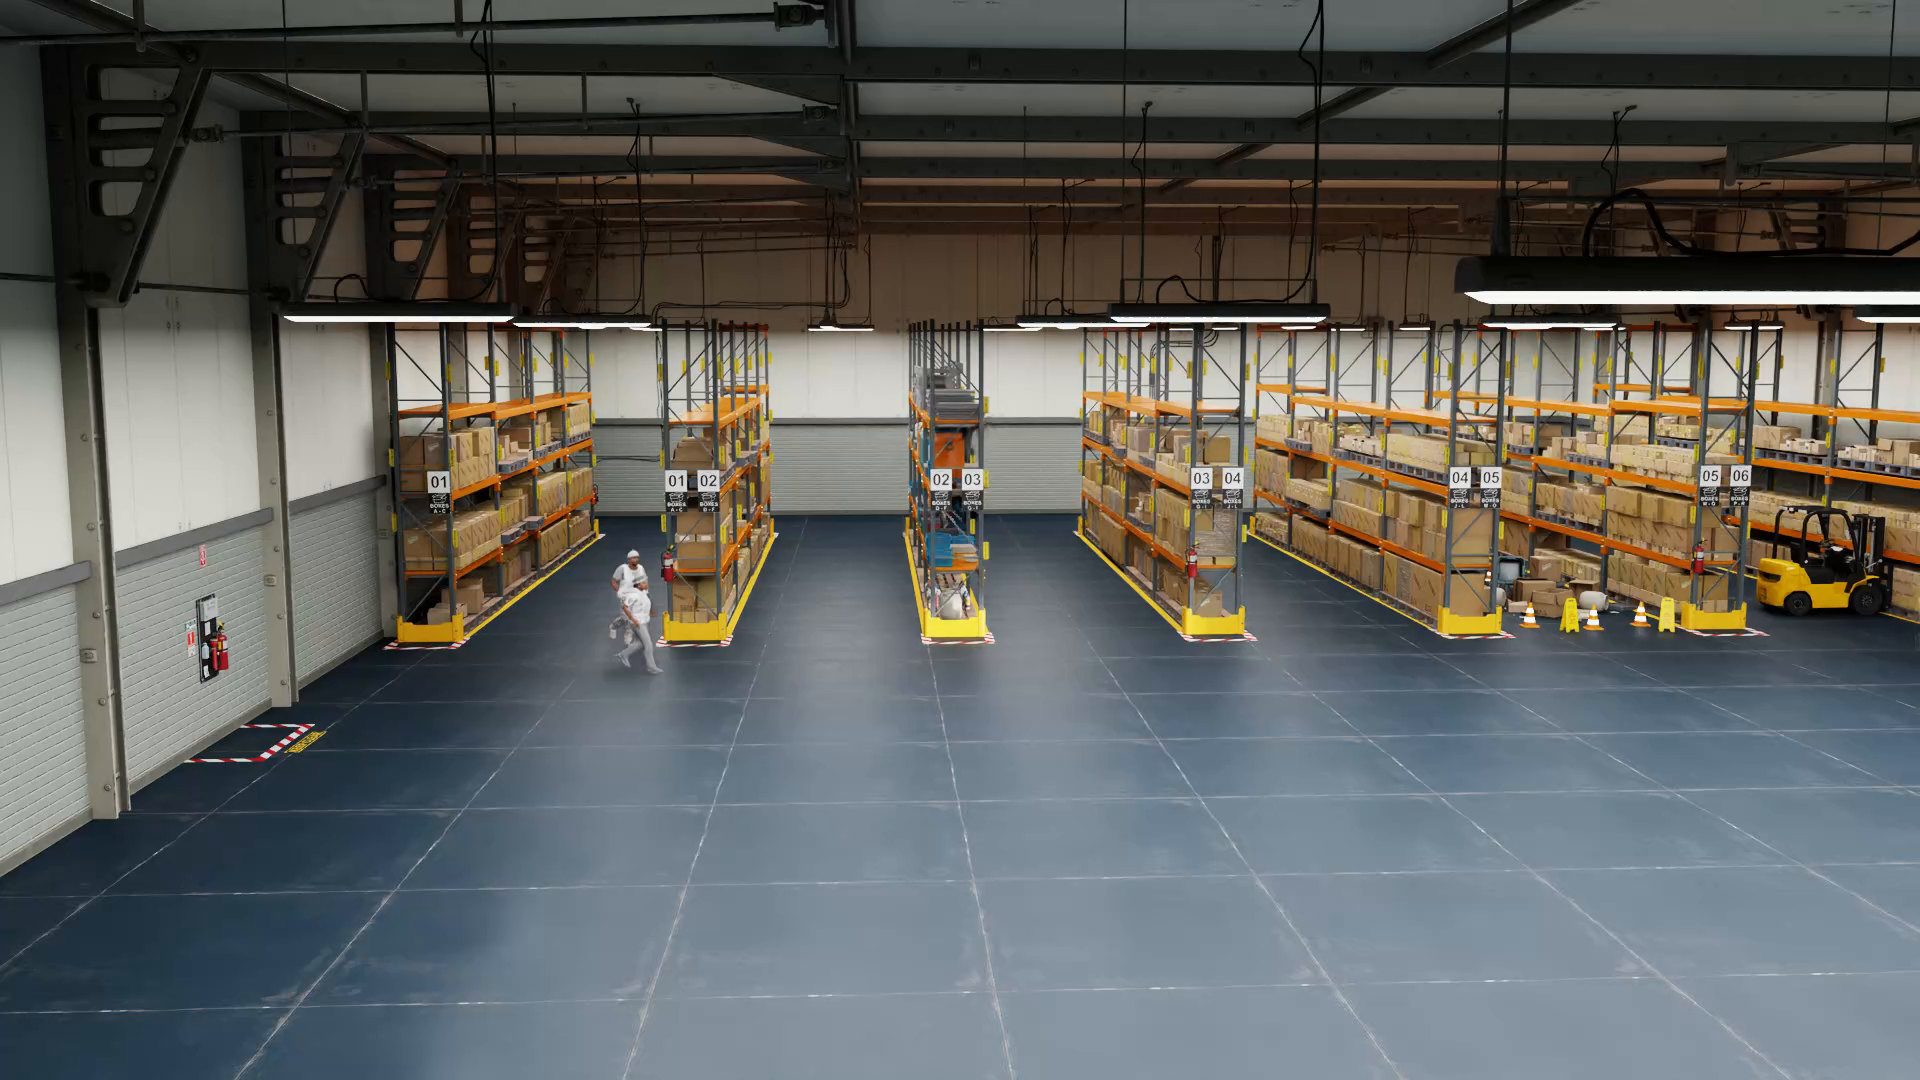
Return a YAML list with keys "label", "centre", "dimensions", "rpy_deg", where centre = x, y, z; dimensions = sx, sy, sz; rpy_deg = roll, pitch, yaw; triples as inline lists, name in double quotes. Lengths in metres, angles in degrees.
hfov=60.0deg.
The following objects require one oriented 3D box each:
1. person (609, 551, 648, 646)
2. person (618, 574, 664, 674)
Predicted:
- label: "person"
  centre: [-6.114, 1.056, 30.873]
  dimensions: [0.718, 1.738, 0.670]
  rpy_deg: [-6, 9, -38]
- label: "person"
  centre: [-5.433, 1.418, 28.207]
  dimensions: [0.819, 1.693, 0.598]
  rpy_deg: [2, 7, 13]
